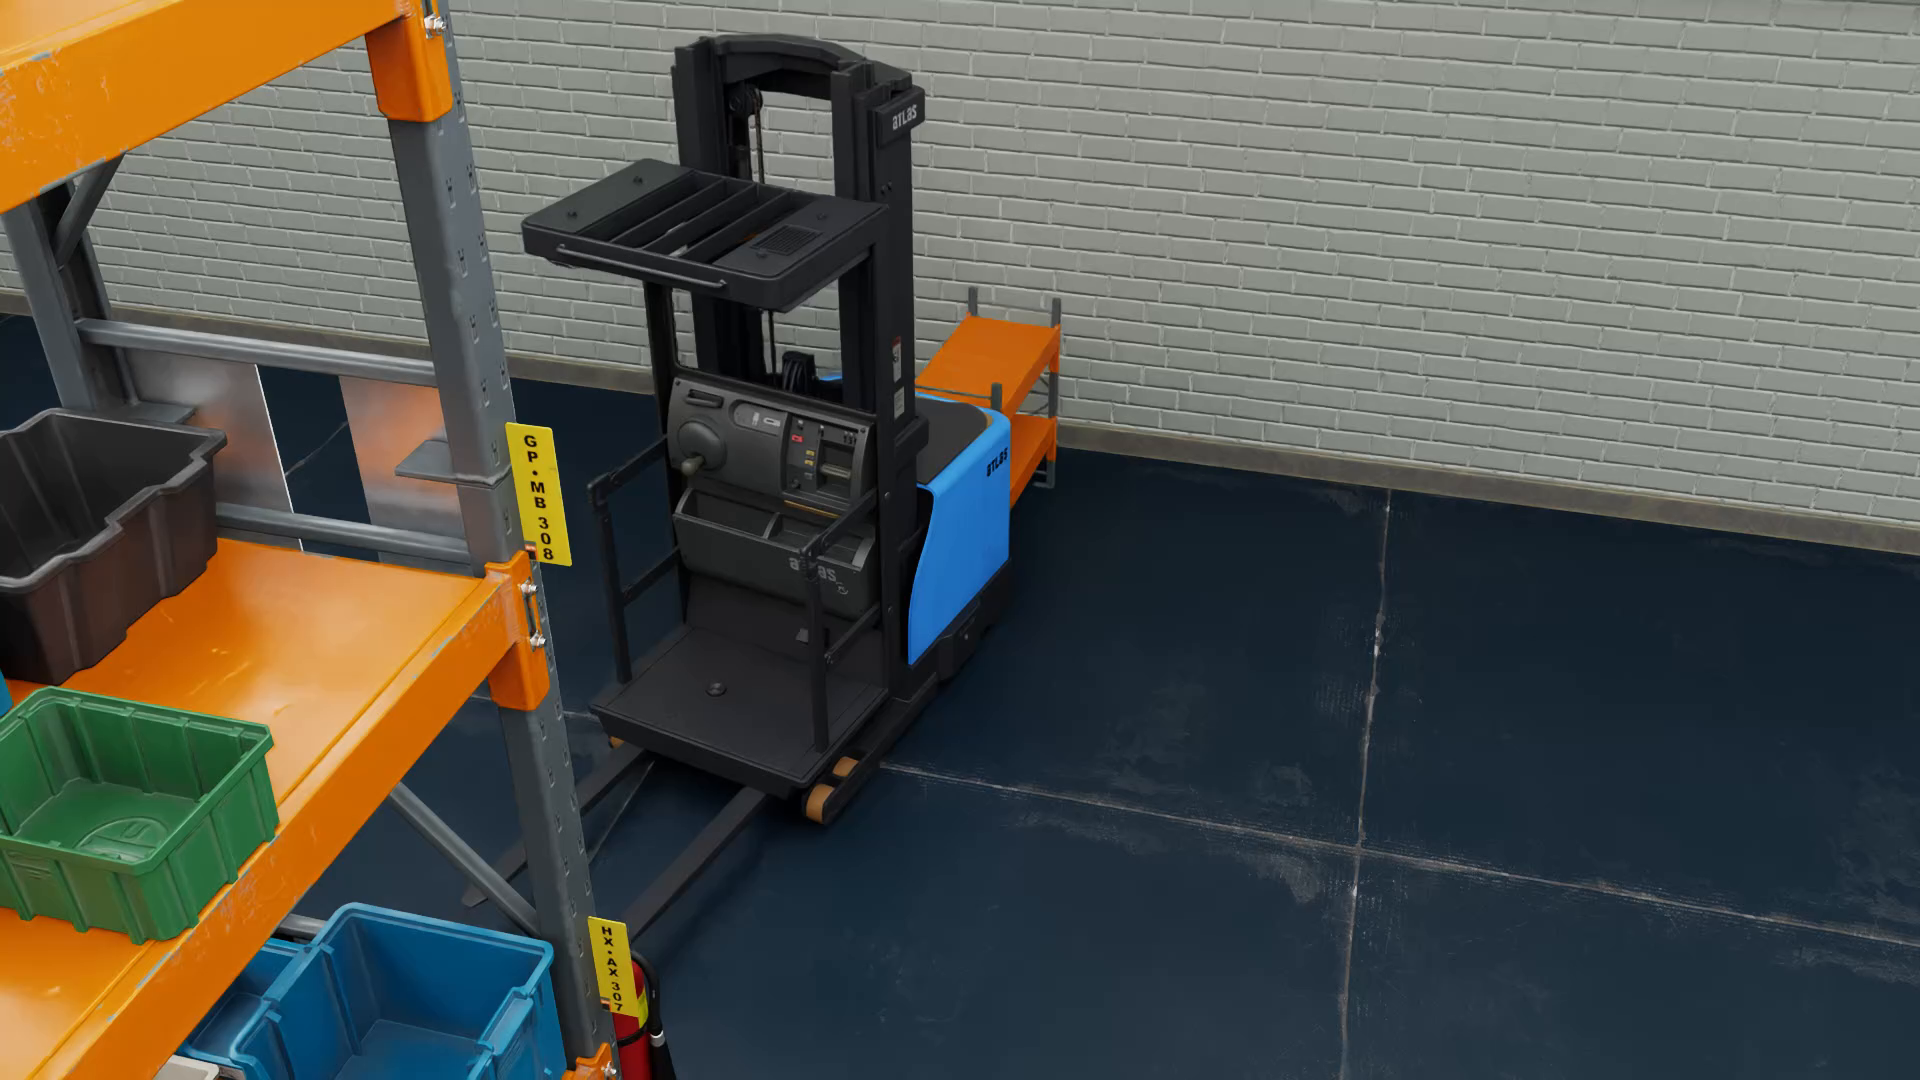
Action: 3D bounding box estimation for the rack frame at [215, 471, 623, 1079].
[{"bbox_3d":[-1.396,1.065,4.279,1.000,3.000,0.127,8,33,12],"label":"rack frame"}]

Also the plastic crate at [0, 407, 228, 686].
[{"bbox_3d":[-1.763,0.016,3.255,0.497,0.269,0.590,8,33,12],"label":"plastic crate"}]

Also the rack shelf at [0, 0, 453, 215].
[{"bbox_3d":[-1.904,0.043,1.337,1.077,0.370,4.000,8,33,12],"label":"rack shelf"}]

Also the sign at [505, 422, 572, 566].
[{"bbox_3d":[-0.860,-0.090,3.398,0.100,0.325,0.005,8,33,12],"label":"sign"}]

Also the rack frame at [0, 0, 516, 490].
[{"bbox_3d":[-1.396,-1.467,2.669,1.000,3.000,0.127,8,33,12],"label":"rack frame"}]

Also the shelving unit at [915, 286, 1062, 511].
[{"bbox_3d":[0.120,-0.555,8.574,0.538,1.125,1.048,10,34,16],"label":"shelving unit"}]

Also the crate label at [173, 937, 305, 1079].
[{"bbox_3d":[-1.777,1.194,4.177,0.416,0.233,0.303,8,33,12],"label":"crate label"}]

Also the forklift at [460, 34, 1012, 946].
[{"bbox_3d":[-0.876,-0.334,6.543,1.130,2.935,3.031,16,36,23],"label":"forklift"}]

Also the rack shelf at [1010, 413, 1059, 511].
[{"bbox_3d":[0.120,-0.348,8.705,0.538,0.278,1.000,10,34,16],"label":"rack shelf"}]

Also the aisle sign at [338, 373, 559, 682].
[{"bbox_3d":[-1.094,-0.030,3.578,0.394,0.787,0.004,8,33,12],"label":"aisle sign"}]

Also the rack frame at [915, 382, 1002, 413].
[{"bbox_3d":[-0.045,-0.297,8.168,0.500,1.125,0.032,10,34,16],"label":"rack frame"}]

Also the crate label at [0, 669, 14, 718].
[{"bbox_3d":[-1.943,0.297,2.830,0.408,0.251,0.502,8,33,12],"label":"crate label"}]

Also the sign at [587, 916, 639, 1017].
[{"bbox_3d":[-0.860,1.063,4.131,0.100,0.325,0.005,8,33,12],"label":"sign"}]

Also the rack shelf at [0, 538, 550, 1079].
[{"bbox_3d":[-1.904,1.140,2.035,1.077,0.370,4.000,8,33,12],"label":"rack shelf"}]

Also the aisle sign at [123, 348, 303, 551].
[{"bbox_3d":[-1.665,-0.110,3.704,0.394,0.787,0.004,8,33,12],"label":"aisle sign"}]

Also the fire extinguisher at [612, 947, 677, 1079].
[{"bbox_3d":[-0.918,1.239,4.426,0.296,0.674,0.183,8,33,12],"label":"fire extinguisher"}]

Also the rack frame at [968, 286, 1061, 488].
[{"bbox_3d":[0.285,-0.813,8.980,0.500,1.125,0.032,10,34,16],"label":"rack frame"}]

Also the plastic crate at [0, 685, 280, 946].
[{"bbox_3d":[-1.370,0.439,2.665,0.450,0.188,0.336,8,33,12],"label":"plastic crate"}]

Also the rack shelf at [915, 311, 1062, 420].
[{"bbox_3d":[0.120,-0.802,8.417,0.538,0.278,1.000,10,34,16],"label":"rack shelf"}]

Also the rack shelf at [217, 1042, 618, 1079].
[{"bbox_3d":[-1.904,2.406,2.839,1.077,0.370,4.000,8,33,12],"label":"rack shelf"}]

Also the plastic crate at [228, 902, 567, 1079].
[{"bbox_3d":[-1.300,1.224,3.940,0.616,0.435,0.499,8,33,12],"label":"plastic crate"}]

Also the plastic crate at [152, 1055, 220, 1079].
[{"bbox_3d":[-1.939,1.389,3.958,0.250,0.136,0.298,8,33,12],"label":"plastic crate"}]
